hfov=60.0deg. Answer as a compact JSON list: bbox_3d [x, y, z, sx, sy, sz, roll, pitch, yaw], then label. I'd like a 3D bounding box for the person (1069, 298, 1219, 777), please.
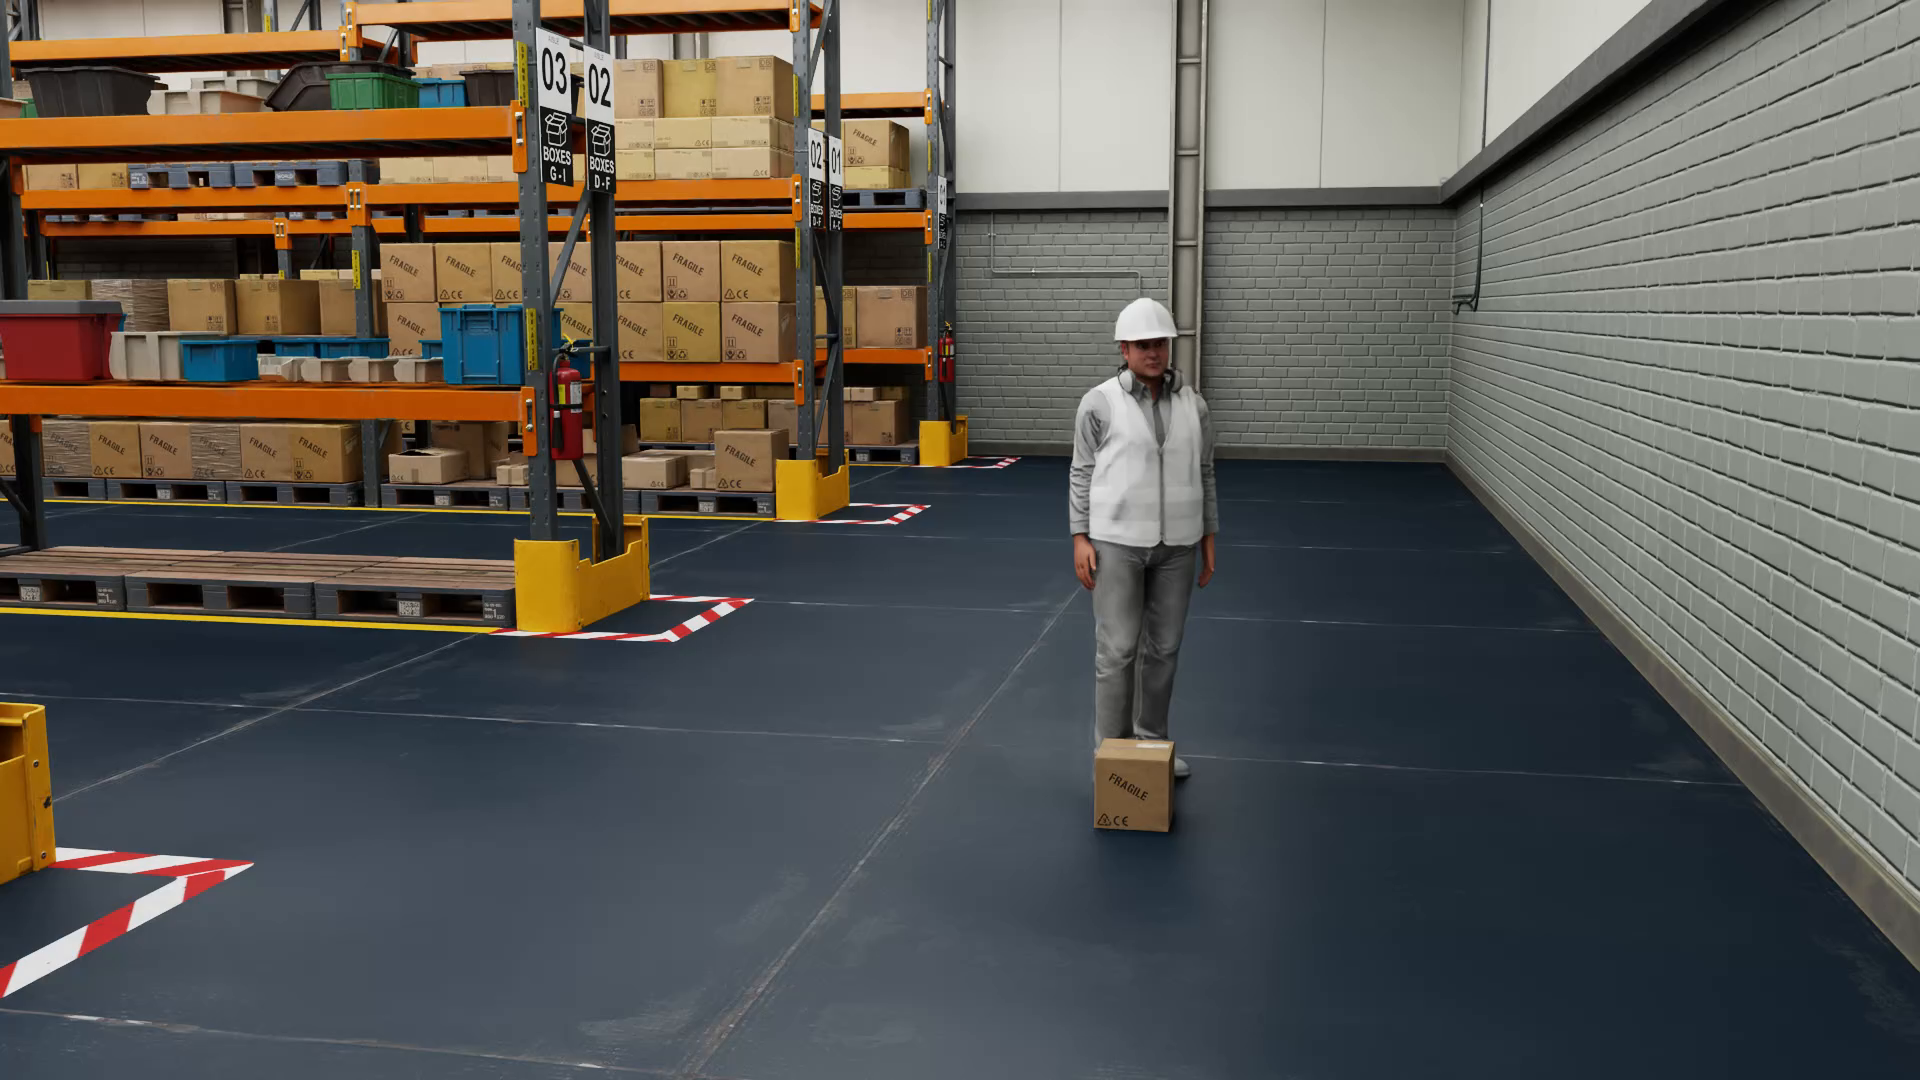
[{"bbox_3d":[0.710,0.026,6.034,0.571,1.791,0.529,-2,8,-15],"label":"person"}]
